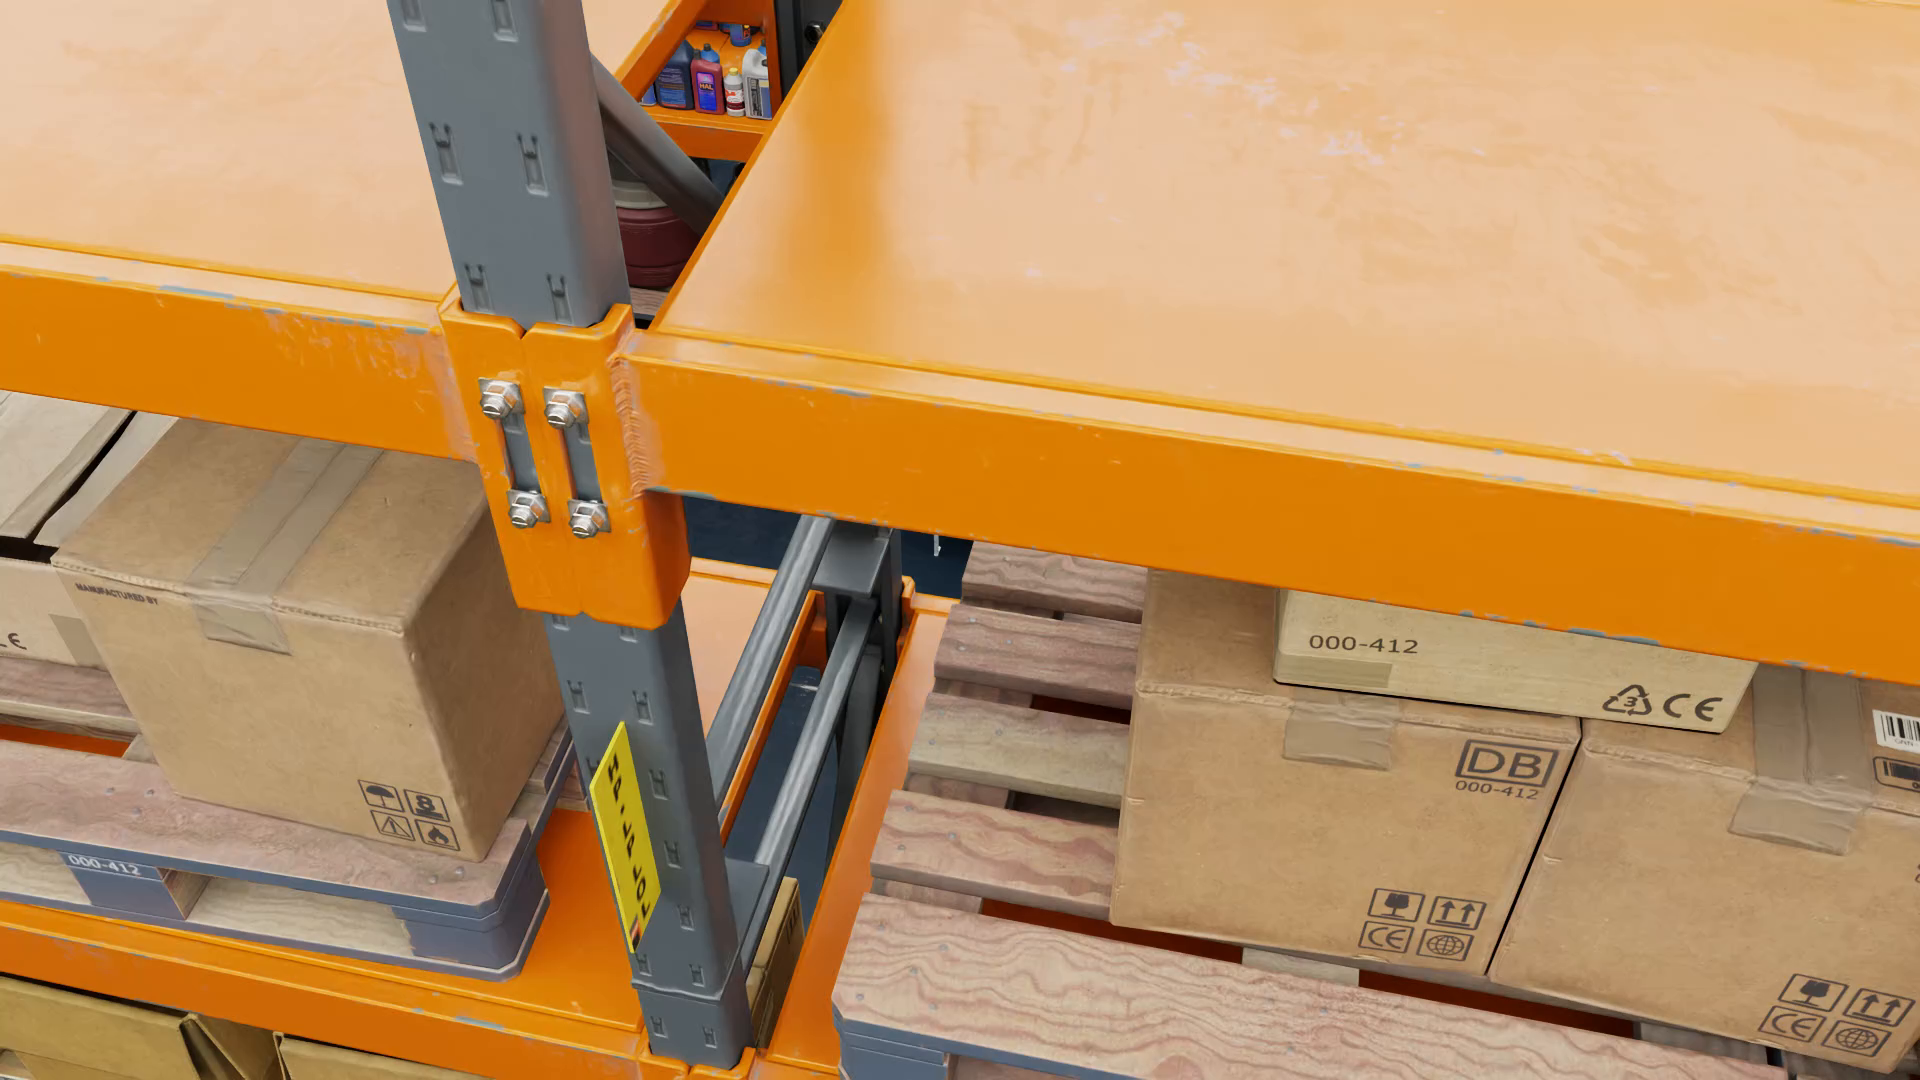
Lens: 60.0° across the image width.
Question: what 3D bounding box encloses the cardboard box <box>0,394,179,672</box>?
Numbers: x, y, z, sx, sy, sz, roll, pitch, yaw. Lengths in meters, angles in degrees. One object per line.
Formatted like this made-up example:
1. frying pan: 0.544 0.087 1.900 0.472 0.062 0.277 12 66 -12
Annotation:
1. cardboard box: -1.325 -0.068 2.716 0.500 0.311 0.500 7 44 8

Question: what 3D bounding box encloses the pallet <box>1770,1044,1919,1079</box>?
1. pallet: 1.709 0.628 2.296 1.213 0.211 1.003 9 45 9

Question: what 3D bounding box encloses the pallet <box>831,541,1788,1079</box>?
1. pallet: 0.522 0.441 2.489 1.213 0.211 1.003 9 45 9

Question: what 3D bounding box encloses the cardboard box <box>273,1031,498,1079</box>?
1. cardboard box: -0.899 0.871 3.347 0.637 0.503 0.797 8 44 8

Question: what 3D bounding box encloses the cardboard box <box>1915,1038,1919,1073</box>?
1. cardboard box: 1.506 0.393 2.029 0.500 0.500 0.700 11 45 11

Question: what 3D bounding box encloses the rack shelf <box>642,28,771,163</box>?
1. rack shelf: -1.144 -2.036 7.682 4.000 0.370 1.077 9 45 9

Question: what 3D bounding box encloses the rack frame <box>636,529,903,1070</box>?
1. rack frame: -0.274 1.359 3.635 0.127 3.000 1.000 9 45 9

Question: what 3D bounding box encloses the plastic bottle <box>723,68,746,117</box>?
1. plastic bottle: -0.973 -1.948 7.214 0.097 0.201 0.097 0 44 0

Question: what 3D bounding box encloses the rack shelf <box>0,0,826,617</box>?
1. rack shelf: -2.226 -0.702 2.257 4.000 0.370 1.077 9 45 9

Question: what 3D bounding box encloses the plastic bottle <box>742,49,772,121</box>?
1. plastic bottle: -0.854 -1.976 7.190 0.135 0.276 0.152 9 45 9

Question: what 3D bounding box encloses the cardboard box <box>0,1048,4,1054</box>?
1. cardboard box: -2.176 0.675 3.550 0.637 0.503 0.797 10 45 10

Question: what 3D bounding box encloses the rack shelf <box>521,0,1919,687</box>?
1. rack shelf: 1.678 -0.096 1.628 4.000 0.370 1.077 9 45 9

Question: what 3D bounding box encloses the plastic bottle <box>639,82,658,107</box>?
1. plastic bottle: -1.391 -2.059 7.276 0.135 0.276 0.152 9 45 9

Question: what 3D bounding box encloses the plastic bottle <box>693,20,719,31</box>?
1. plastic bottle: -1.195 -2.521 7.751 0.133 0.283 0.061 9 45 9

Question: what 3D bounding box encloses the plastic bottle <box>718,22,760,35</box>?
1. plastic bottle: -1.036 -2.535 7.716 0.185 0.351 0.144 9 45 9

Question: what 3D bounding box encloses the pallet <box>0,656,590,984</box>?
1. pallet: -1.179 0.242 2.771 1.217 0.209 0.805 7 44 7

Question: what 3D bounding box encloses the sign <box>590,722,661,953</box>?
1. sign: -0.383 0.347 1.923 0.005 0.325 0.100 9 45 9

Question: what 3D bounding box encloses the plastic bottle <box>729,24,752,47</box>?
1. plastic bottle: -1.020 -2.418 7.652 0.097 0.271 0.097 0 44 0

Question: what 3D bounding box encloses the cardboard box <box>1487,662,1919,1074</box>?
1. cardboard box: 1.027 0.217 2.211 0.500 0.500 0.700 11 45 11

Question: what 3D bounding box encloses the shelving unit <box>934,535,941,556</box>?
1. shelving unit: 0.162 -0.407 6.768 0.503 1.200 0.258 9 45 9

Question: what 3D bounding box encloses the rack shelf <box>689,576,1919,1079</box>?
1. rack shelf: 1.678 0.840 2.530 4.000 0.370 1.077 9 45 9

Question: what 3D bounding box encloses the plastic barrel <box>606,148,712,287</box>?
1. plastic barrel: -1.513 -1.647 8.195 0.708 0.588 0.600 9 45 9

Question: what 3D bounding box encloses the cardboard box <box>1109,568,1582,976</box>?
1. cardboard box: 0.503 0.133 2.299 0.500 0.500 0.700 6 44 7

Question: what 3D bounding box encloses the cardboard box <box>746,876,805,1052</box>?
1. cardboard box: -0.668 1.084 3.848 0.500 0.500 0.500 9 45 9

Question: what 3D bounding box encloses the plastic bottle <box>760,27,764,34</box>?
1. plastic bottle: -0.893 -2.500 7.738 0.097 0.271 0.097 0 44 0

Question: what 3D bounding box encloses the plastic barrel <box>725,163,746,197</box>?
1. plastic barrel: -0.942 -1.595 8.195 0.421 0.512 0.421 0 44 0

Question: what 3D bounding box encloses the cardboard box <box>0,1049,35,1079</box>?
1. cardboard box: -1.783 1.283 3.642 0.500 0.500 0.500 8 45 9

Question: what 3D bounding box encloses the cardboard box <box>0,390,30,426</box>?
1. cardboard box: -1.694 -0.109 2.876 0.250 0.149 0.380 7 44 7

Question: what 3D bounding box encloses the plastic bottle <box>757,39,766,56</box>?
1. plastic bottle: -0.845 -2.062 7.282 0.097 0.271 0.097 0 44 0

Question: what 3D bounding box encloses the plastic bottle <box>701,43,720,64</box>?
1. plastic bottle: -1.090 -2.035 7.254 0.097 0.271 0.097 0 44 0

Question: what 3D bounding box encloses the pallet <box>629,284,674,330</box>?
1. pallet: -1.131 -1.316 8.425 1.213 0.211 1.003 9 45 9

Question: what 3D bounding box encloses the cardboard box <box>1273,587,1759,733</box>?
1. cardboard box: 0.642 -0.068 1.967 0.500 0.250 0.500 6 44 6

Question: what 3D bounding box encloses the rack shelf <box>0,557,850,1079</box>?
1. rack shelf: -2.226 0.235 3.159 4.000 0.370 1.077 9 45 9

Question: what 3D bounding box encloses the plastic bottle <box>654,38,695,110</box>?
1. plastic bottle: -1.236 -2.060 7.222 0.185 0.351 0.144 9 45 9

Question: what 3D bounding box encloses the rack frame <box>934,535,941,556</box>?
1. rack frame: -0.077 -0.444 6.806 0.015 1.200 0.240 9 45 9

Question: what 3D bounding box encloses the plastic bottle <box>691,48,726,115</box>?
1. plastic bottle: -1.090 -1.983 7.191 0.133 0.283 0.061 9 45 9

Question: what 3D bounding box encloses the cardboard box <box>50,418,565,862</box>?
1. cardboard box: -0.842 0.010 2.499 0.500 0.500 0.700 10 45 10

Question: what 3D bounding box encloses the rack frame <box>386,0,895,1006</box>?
1. rack frame: -0.274 -0.802 1.555 0.127 3.000 1.000 9 45 9

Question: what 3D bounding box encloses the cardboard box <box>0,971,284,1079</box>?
1. cardboard box: -1.566 0.759 3.463 0.637 0.503 0.797 9 45 10
